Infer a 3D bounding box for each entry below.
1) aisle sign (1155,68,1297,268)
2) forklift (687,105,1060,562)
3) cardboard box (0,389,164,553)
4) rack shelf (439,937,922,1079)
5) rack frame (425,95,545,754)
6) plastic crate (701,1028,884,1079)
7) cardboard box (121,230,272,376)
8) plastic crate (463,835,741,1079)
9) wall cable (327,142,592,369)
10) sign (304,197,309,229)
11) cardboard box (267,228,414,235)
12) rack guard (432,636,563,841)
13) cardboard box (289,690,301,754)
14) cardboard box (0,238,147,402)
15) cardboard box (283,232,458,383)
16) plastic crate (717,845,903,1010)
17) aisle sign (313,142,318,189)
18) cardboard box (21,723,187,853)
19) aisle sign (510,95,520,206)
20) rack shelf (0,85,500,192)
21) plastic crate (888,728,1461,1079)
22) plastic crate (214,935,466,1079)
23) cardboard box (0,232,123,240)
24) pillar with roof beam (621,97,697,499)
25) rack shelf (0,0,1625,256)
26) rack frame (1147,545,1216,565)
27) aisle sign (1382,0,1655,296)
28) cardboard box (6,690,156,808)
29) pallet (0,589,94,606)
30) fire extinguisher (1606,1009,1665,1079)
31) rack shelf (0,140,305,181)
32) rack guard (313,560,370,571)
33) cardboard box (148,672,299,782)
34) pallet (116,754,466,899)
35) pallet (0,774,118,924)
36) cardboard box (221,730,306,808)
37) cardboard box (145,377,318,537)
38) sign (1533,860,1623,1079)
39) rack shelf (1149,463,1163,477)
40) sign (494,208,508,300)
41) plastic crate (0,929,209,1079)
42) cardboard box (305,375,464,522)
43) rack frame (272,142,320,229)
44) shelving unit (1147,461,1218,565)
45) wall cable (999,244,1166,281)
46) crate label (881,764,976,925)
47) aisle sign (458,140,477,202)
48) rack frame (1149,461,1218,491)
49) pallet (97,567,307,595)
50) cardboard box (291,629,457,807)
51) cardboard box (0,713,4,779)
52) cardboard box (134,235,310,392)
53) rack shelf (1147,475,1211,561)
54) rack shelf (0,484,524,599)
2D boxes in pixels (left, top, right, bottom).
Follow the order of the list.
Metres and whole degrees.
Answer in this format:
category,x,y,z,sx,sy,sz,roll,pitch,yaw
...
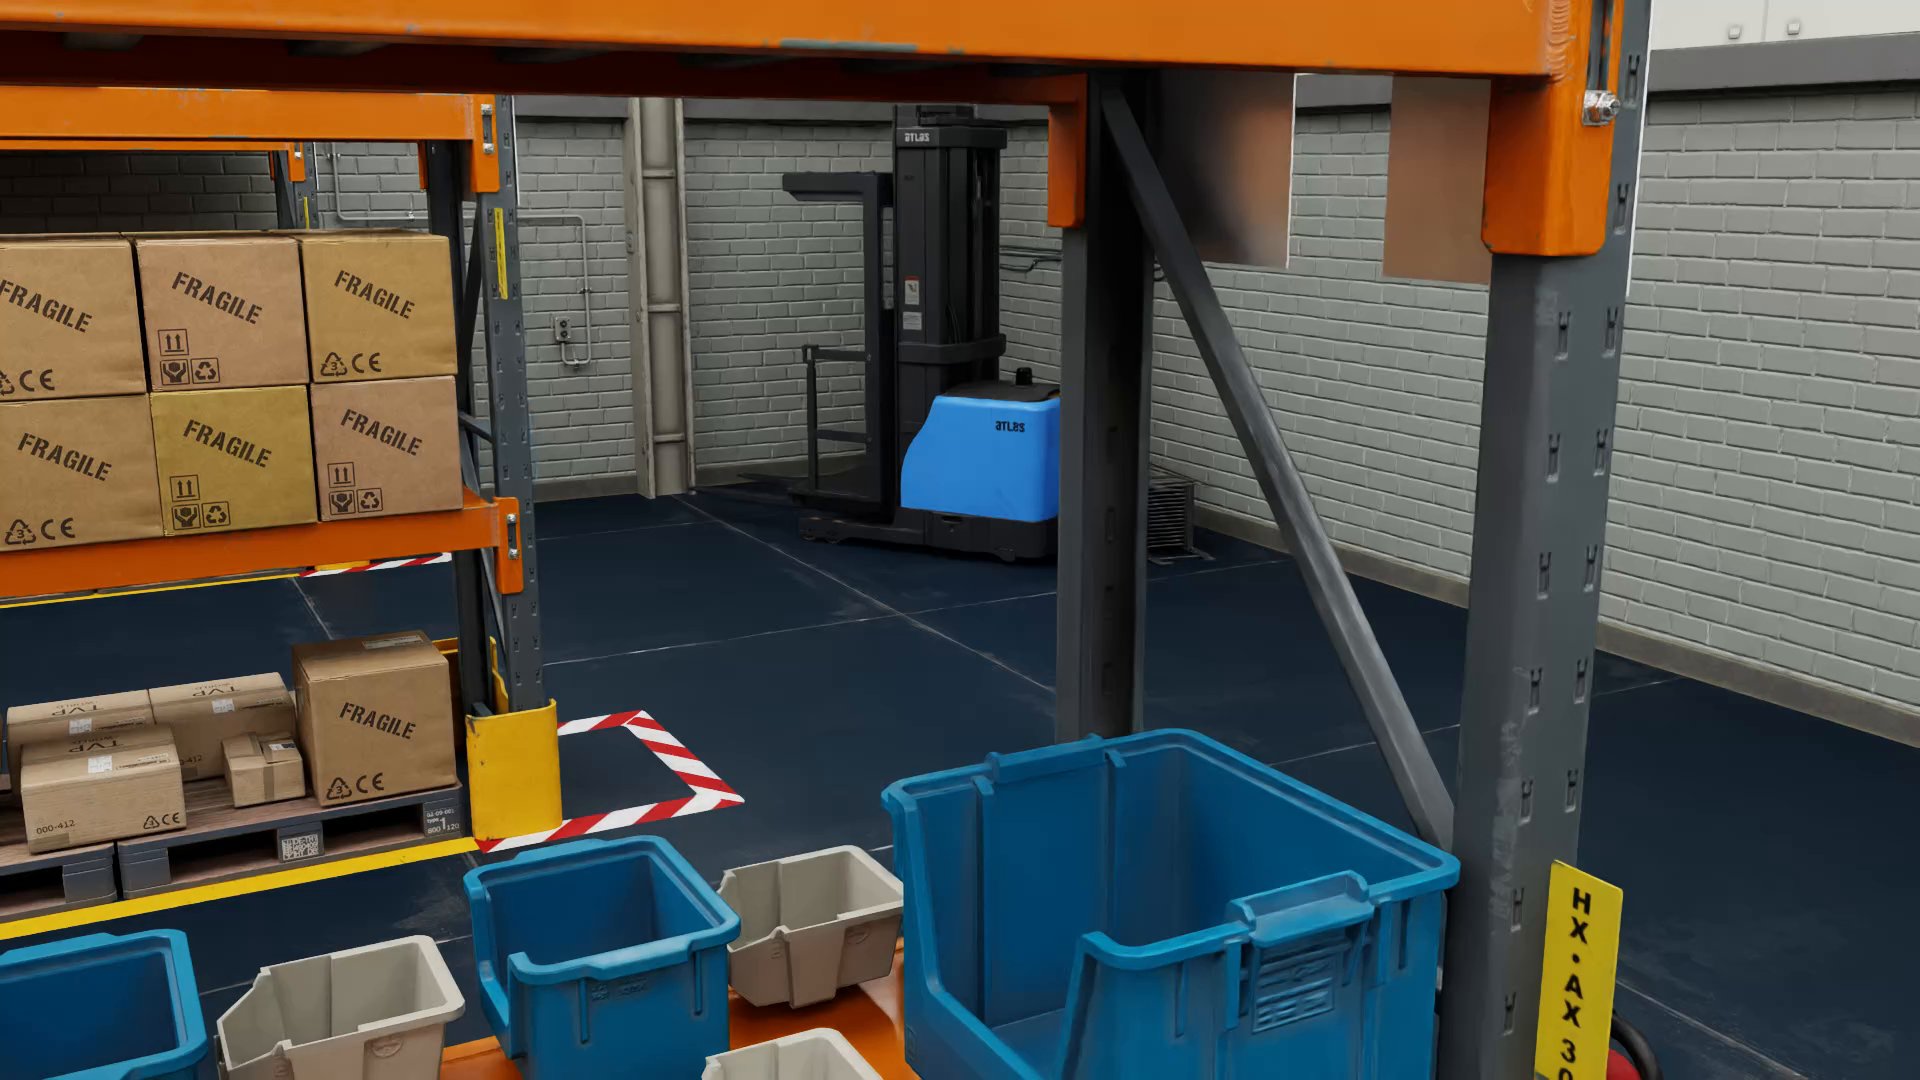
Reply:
category,x,y,z,sx,sy,sz,roll,pitch,yaw
aisle sign,0.373,-0.810,2.455,0.004,0.787,0.394,-7,14,-28
forklift,-0.541,-1.497,11.587,3.031,2.935,1.130,7,15,29
cardboard box,-3.075,-0.274,5.768,0.500,0.500,0.500,-7,14,-27
rack shelf,-1.304,1.085,1.596,4.000,0.370,1.077,-7,14,-28
rack frame,-1.918,-0.432,6.696,0.127,3.000,1.000,-7,14,-28
plastic crate,-0.177,0.743,1.938,0.243,0.136,0.396,-7,14,-28
cardboard box,-2.889,-0.916,6.342,0.500,0.500,0.500,-7,14,-27
plastic crate,-0.500,0.607,2.323,0.300,0.233,0.416,-7,14,-28
wall cable,-3.624,-2.199,12.233,1.851,1.984,0.084,-7,14,-28
sign,-4.047,-1.960,10.312,0.005,0.325,0.100,-7,14,-28
cardboard box,-2.434,-0.972,6.593,0.500,0.500,0.500,-6,14,-26
rack guard,-1.985,0.796,6.935,0.348,0.500,1.175,-7,14,-28
cardboard box,-2.670,0.740,6.940,0.250,0.166,0.380,-7,14,-28
cardboard box,-3.073,-0.760,5.648,0.500,0.500,0.500,-6,14,-26
cardboard box,-2.177,-0.869,6.131,0.500,0.500,0.500,-7,14,-28
plastic crate,-0.244,0.603,2.562,0.298,0.136,0.250,-7,14,-28
aisle sign,-4.088,-2.604,10.427,0.004,0.787,0.394,-7,14,-28
cardboard box,-3.126,0.894,6.066,0.500,0.250,0.500,-7,14,-28
aisle sign,-1.712,-1.648,6.180,0.004,0.787,0.394,-7,14,-28
rack shelf,-3.674,-1.334,5.510,4.000,0.370,1.077,-7,14,-28
plastic crate,0.247,0.548,2.125,0.499,0.435,0.616,-7,14,-28
plastic crate,-0.839,0.674,2.245,0.298,0.136,0.250,-7,14,-28
cardboard box,-3.331,-0.864,6.113,0.500,0.500,0.500,-7,14,-27
pillar with roof beam,-0.277,-3.934,8.594,0.400,9.000,9.100,-7,14,-28
rack shelf,-1.304,-0.379,1.267,4.000,0.370,1.077,-7,14,-28
rack frame,1.152,-0.066,11.824,0.400,0.015,2.100,-4,13,-18
aisle sign,0.655,-0.696,1.950,0.004,0.787,0.394,-7,14,-28
cardboard box,-3.409,0.803,6.471,0.500,0.250,0.500,-7,14,-28
pallet,-6.029,0.201,10.235,1.213,0.211,1.003,-7,14,-28
fire extinguisher,0.802,0.815,2.183,0.183,0.674,0.296,-7,14,-28
rack shelf,-6.051,-2.288,9.751,4.000,0.370,1.077,-7,14,-28
rack guard,-4.274,-0.169,11.222,0.348,0.500,1.175,-7,14,-28
cardboard box,-2.970,0.750,6.704,0.500,0.250,0.500,-7,14,-28
pallet,-2.684,1.021,6.593,1.213,0.211,1.003,-7,14,-28
pallet,-3.754,1.148,6.027,1.213,0.211,1.003,-7,14,-28
cardboard box,-2.676,0.866,6.381,0.250,0.166,0.380,-7,14,-28
cardboard box,-2.635,-0.326,5.997,0.500,0.500,0.500,-7,14,-27
sign,0.730,0.548,1.971,0.005,0.325,0.100,-7,14,-28
rack shelf,1.156,-0.302,11.760,0.431,0.480,0.518,-4,13,-18
sign,-1.670,-1.042,6.049,0.005,0.325,0.100,-7,14,-28
plastic crate,-1.078,0.677,2.015,0.300,0.233,0.416,-7,14,-28
cardboard box,-2.181,-0.381,6.242,0.500,0.500,0.500,-6,14,-26
rack frame,-4.295,-1.386,10.936,0.127,3.000,1.000,-7,14,-28
shelving unit,1.151,-0.305,11.773,0.431,0.503,2.100,-4,13,-18
wall cable,0.841,-3.324,12.956,0.112,2.526,3.097,-7,14,-28
crate label,0.077,0.538,2.631,0.303,0.233,0.416,-7,14,-28
aisle sign,-1.999,-1.764,6.694,0.004,0.787,0.394,-7,14,-28
rack frame,1.151,-0.543,11.721,0.400,0.015,2.100,-4,13,-18
pallet,-4.959,0.074,10.801,1.213,0.211,1.003,-7,14,-28
cardboard box,-2.277,0.678,6.457,0.500,0.500,0.500,-7,14,-28
cardboard box,-3.783,0.794,5.934,0.637,0.503,0.797,-7,14,-28
cardboard box,-2.620,-0.815,5.895,0.500,0.500,0.500,-6,14,-26
rack shelf,1.380,-0.163,11.112,0.431,0.480,0.518,-4,13,-18
rack shelf,-3.674,0.130,5.840,4.000,0.370,1.077,-7,14,-28
